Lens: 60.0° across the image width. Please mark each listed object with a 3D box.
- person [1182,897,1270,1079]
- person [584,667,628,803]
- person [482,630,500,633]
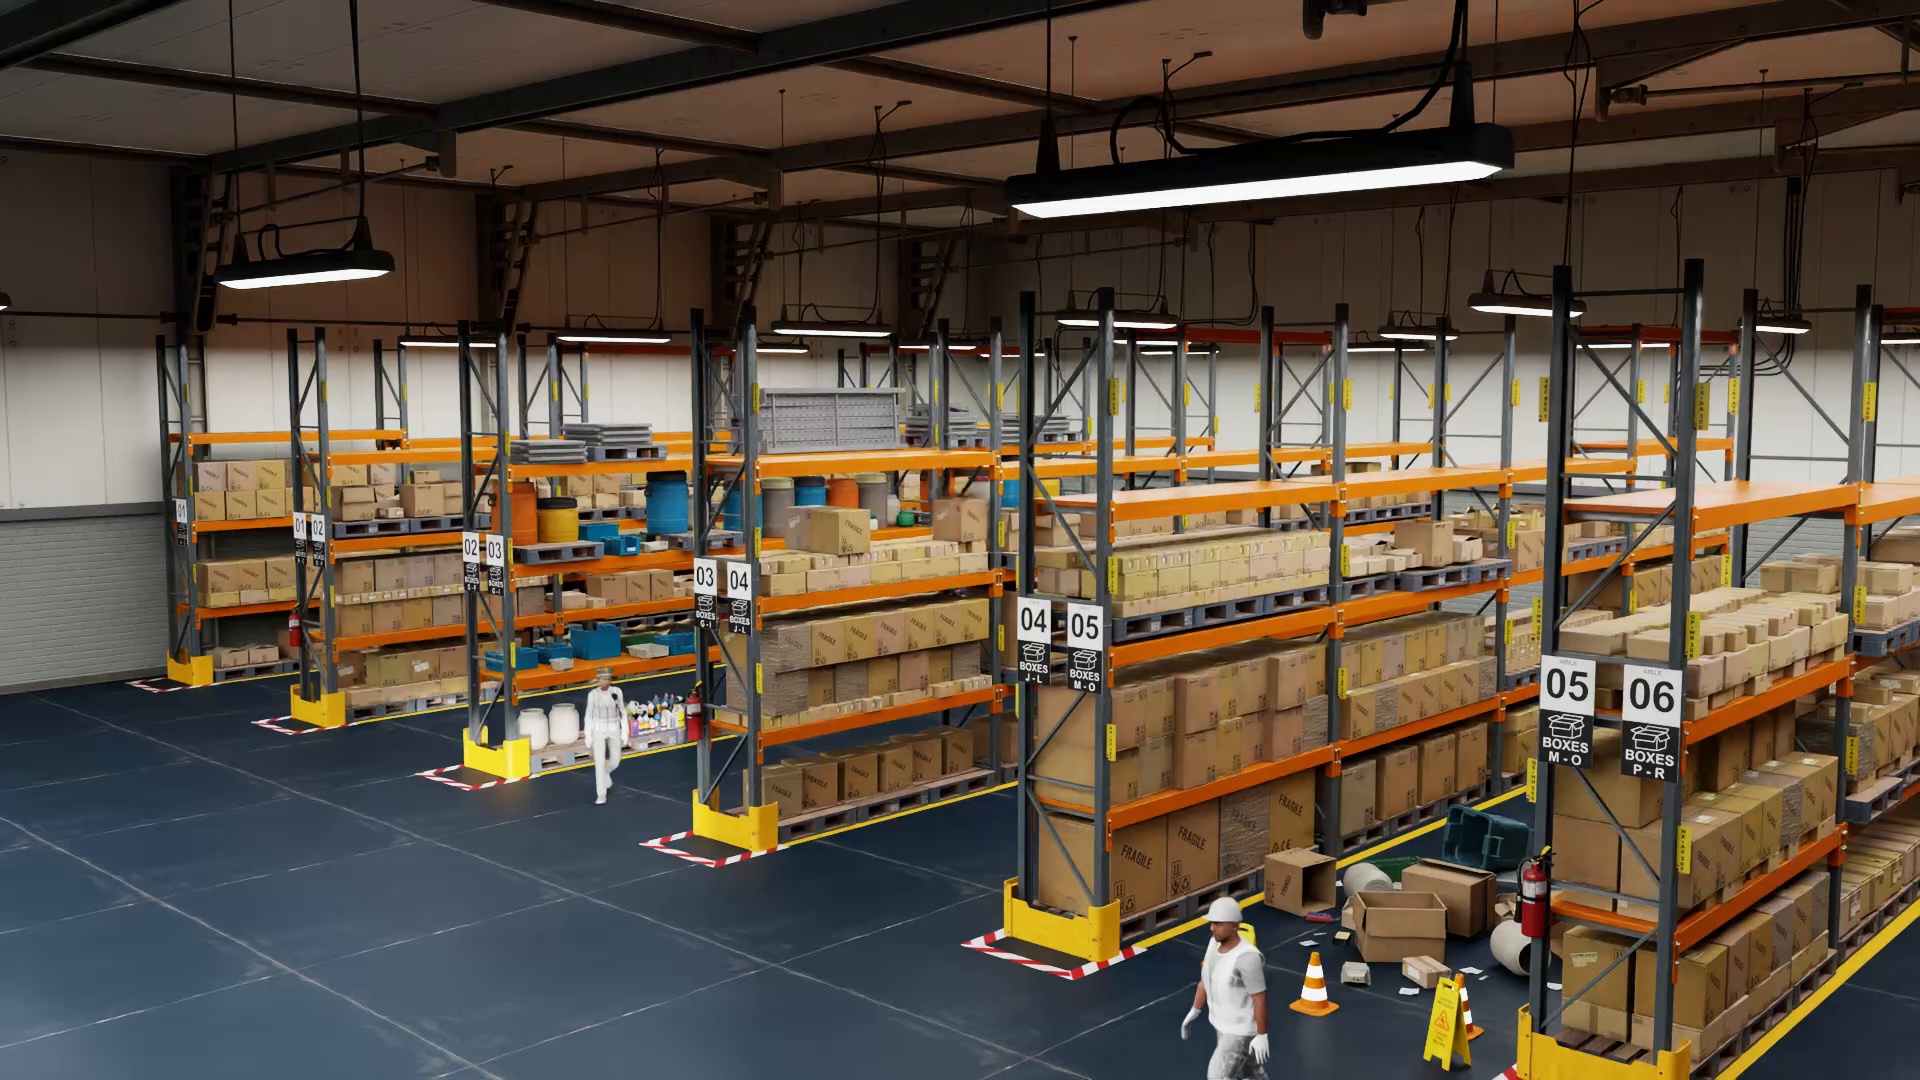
[{"bbox_3d":[1.730,3.233,11.074,1.035,1.728,0.577,-1,6,-13],"label":"person"},{"bbox_3d":[-4.412,2.392,20.738,0.529,1.632,0.822,-2,6,-20],"label":"person"},{"bbox_3d":[-8.935,1.301,31.553,0.497,1.771,0.540,-3,6,-31],"label":"person"}]
